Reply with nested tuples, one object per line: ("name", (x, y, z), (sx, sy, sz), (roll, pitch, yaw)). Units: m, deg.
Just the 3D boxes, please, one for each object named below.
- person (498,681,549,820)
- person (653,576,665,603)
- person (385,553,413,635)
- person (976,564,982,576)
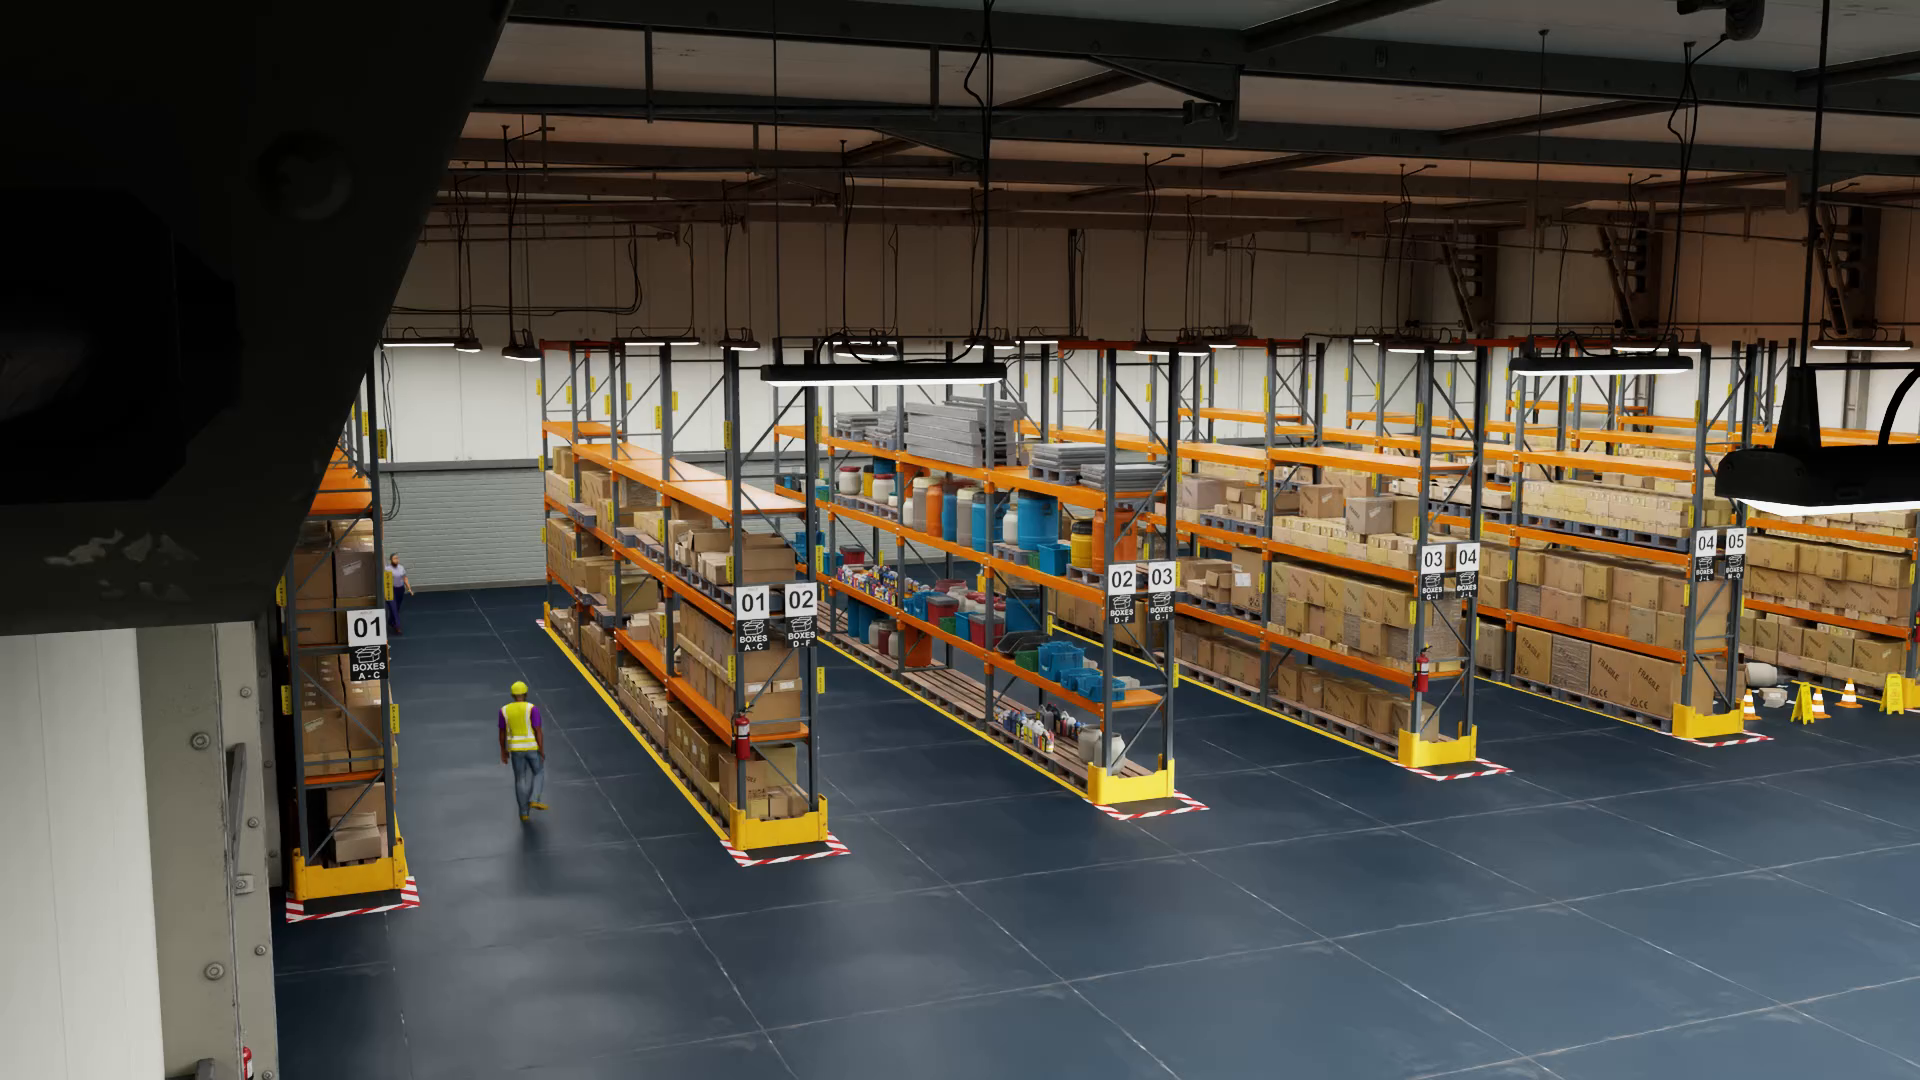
("person", (-5.601, 2.691, 21.308), (0.601, 1.754, 0.509), (-1, 8, -10))
("person", (-6.202, 0.987, 34.574), (0.608, 1.656, 1.042), (-4, 8, -25))
("person", (-11.601, 1.074, 34.236), (0.963, 1.612, 0.538), (7, 10, 44))
("person", (0.616, 0.013, 41.715), (0.652, 1.778, 0.525), (-6, 10, -40))
